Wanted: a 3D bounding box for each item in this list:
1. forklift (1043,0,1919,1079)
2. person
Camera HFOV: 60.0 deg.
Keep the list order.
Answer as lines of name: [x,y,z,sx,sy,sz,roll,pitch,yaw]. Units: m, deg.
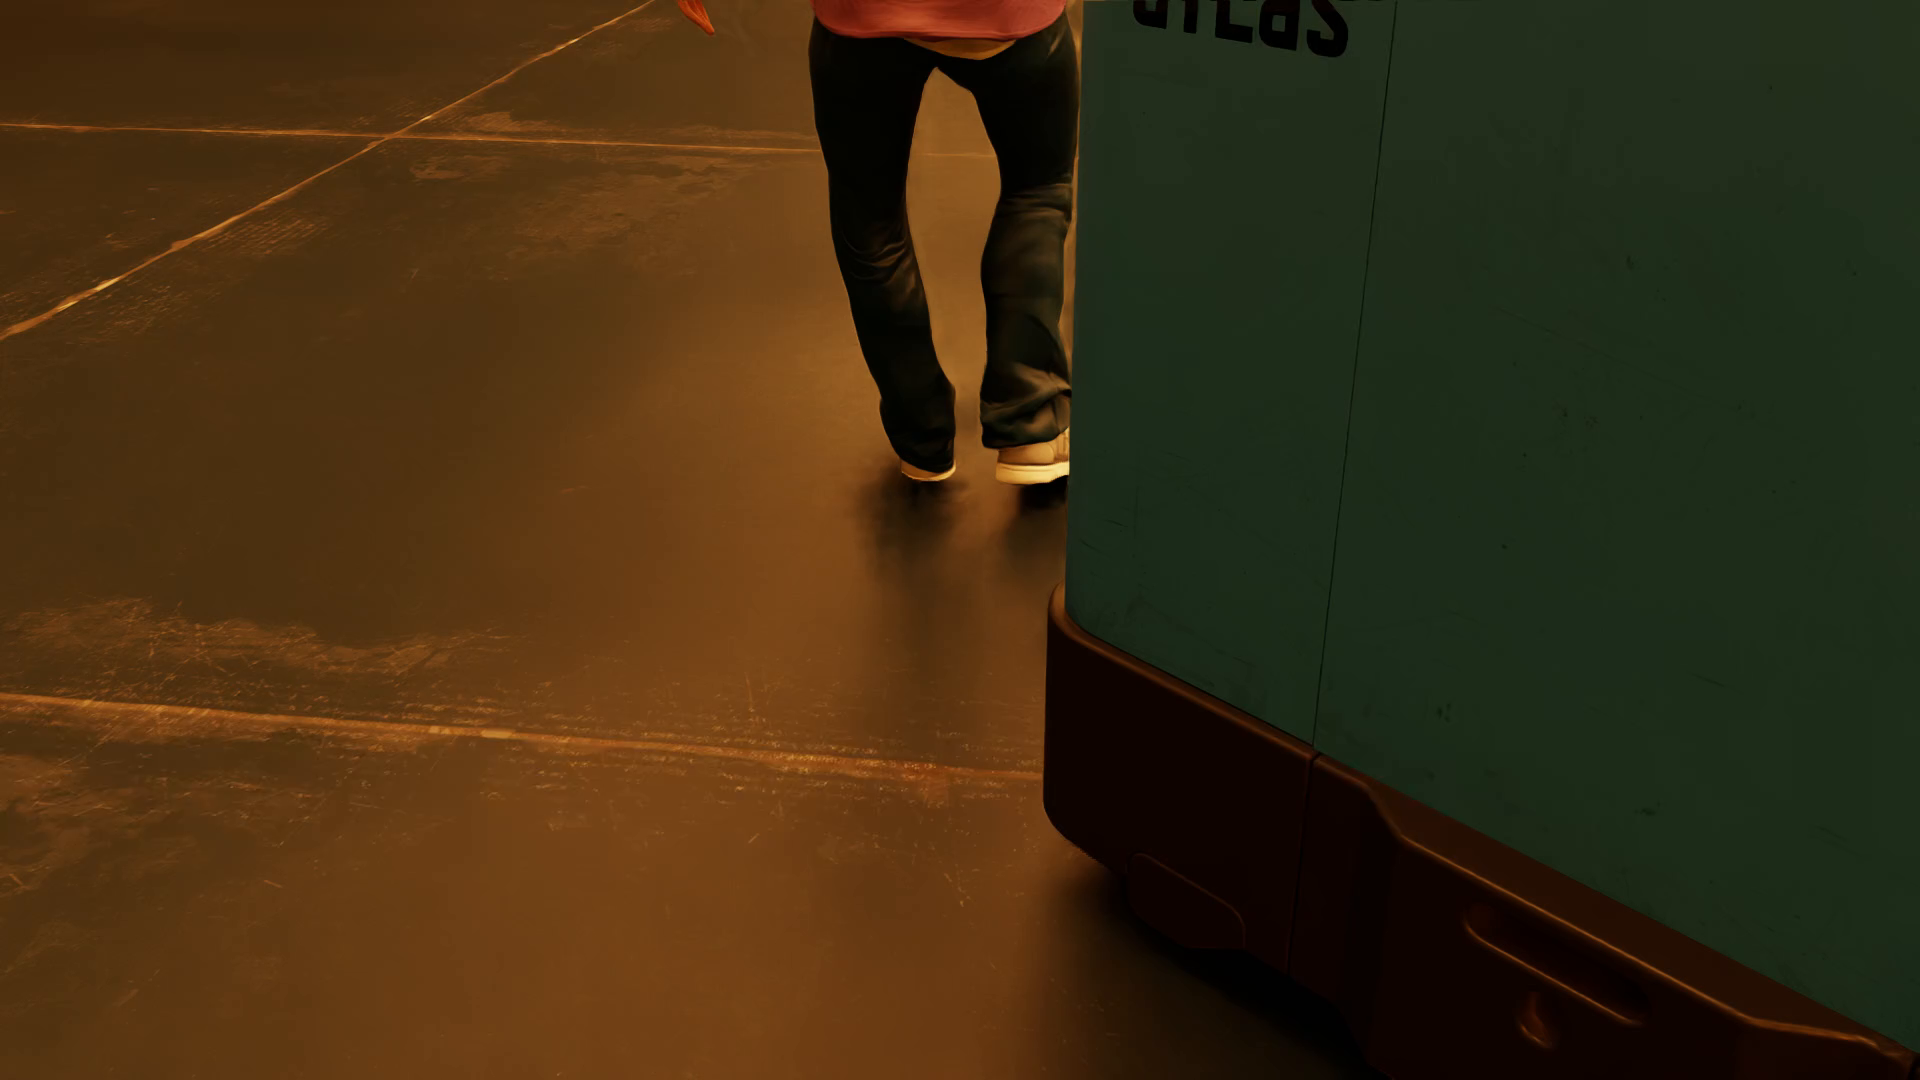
forklift: [1.455,-0.630,0.480,1.130,2.935,3.031,-22,34,-37]
person: [-0.029,-0.770,2.343,0.716,1.564,0.551,2,27,3]
